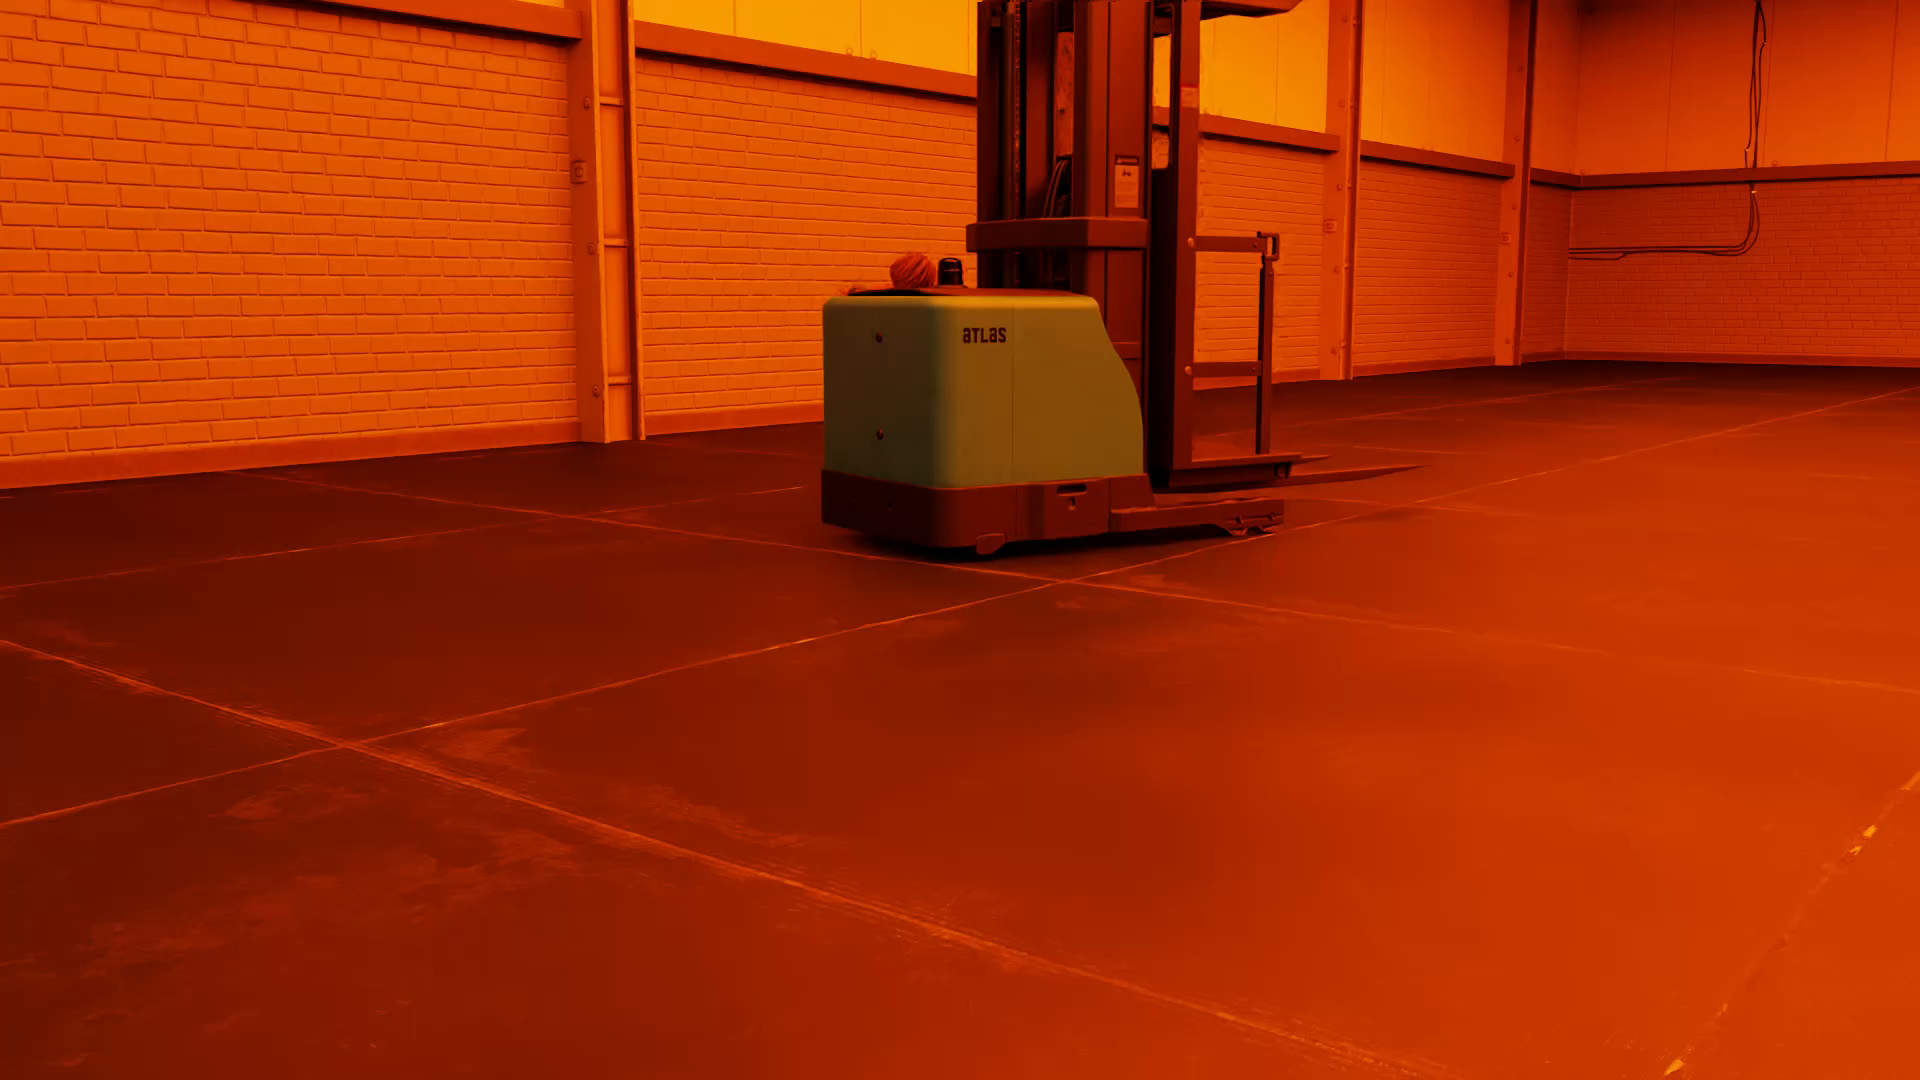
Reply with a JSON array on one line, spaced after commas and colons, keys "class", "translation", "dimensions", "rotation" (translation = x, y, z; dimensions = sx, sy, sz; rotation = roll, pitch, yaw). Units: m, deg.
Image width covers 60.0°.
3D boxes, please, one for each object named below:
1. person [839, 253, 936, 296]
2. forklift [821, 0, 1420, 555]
[{"class": "person", "translation": [-0.297, -0.789, 8.227], "dimensions": [0.638, 1.214, 1.223], "rotation": [-1, 8, -6]}, {"class": "forklift", "translation": [0.890, -1.525, 7.707], "dimensions": [3.031, 2.935, 1.130], "rotation": [-5, 10, -33]}]
